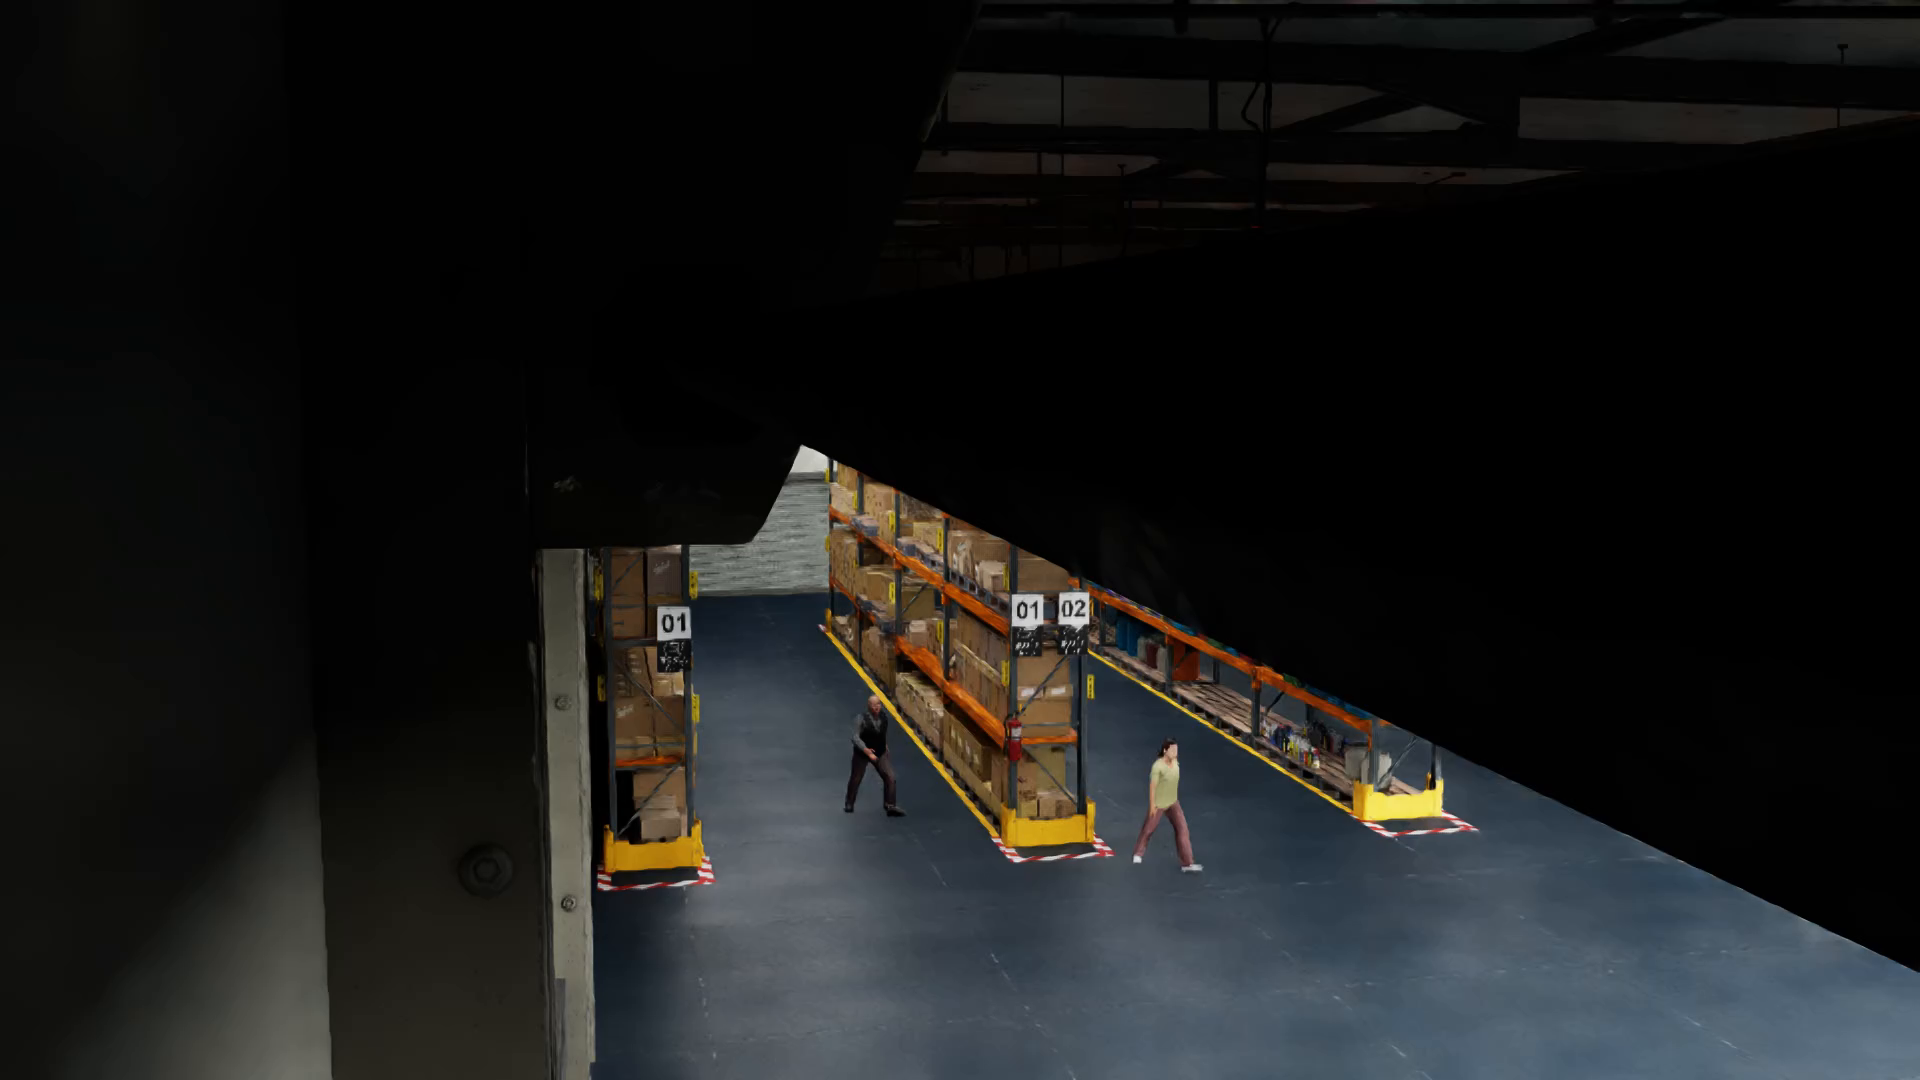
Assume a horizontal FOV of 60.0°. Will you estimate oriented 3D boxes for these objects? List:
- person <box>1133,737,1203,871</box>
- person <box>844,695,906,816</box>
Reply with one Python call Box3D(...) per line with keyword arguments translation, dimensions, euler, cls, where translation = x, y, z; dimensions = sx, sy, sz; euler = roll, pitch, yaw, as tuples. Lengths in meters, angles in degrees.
Box3D(translation=(2.467, 3.163, 20.002), dimensions=(0.485, 1.622, 0.948), euler=(-5, 8, -35), cls="person")
Box3D(translation=(-1.197, 2.865, 22.281), dimensions=(0.682, 1.657, 0.844), euler=(-4, 8, -29), cls="person")
